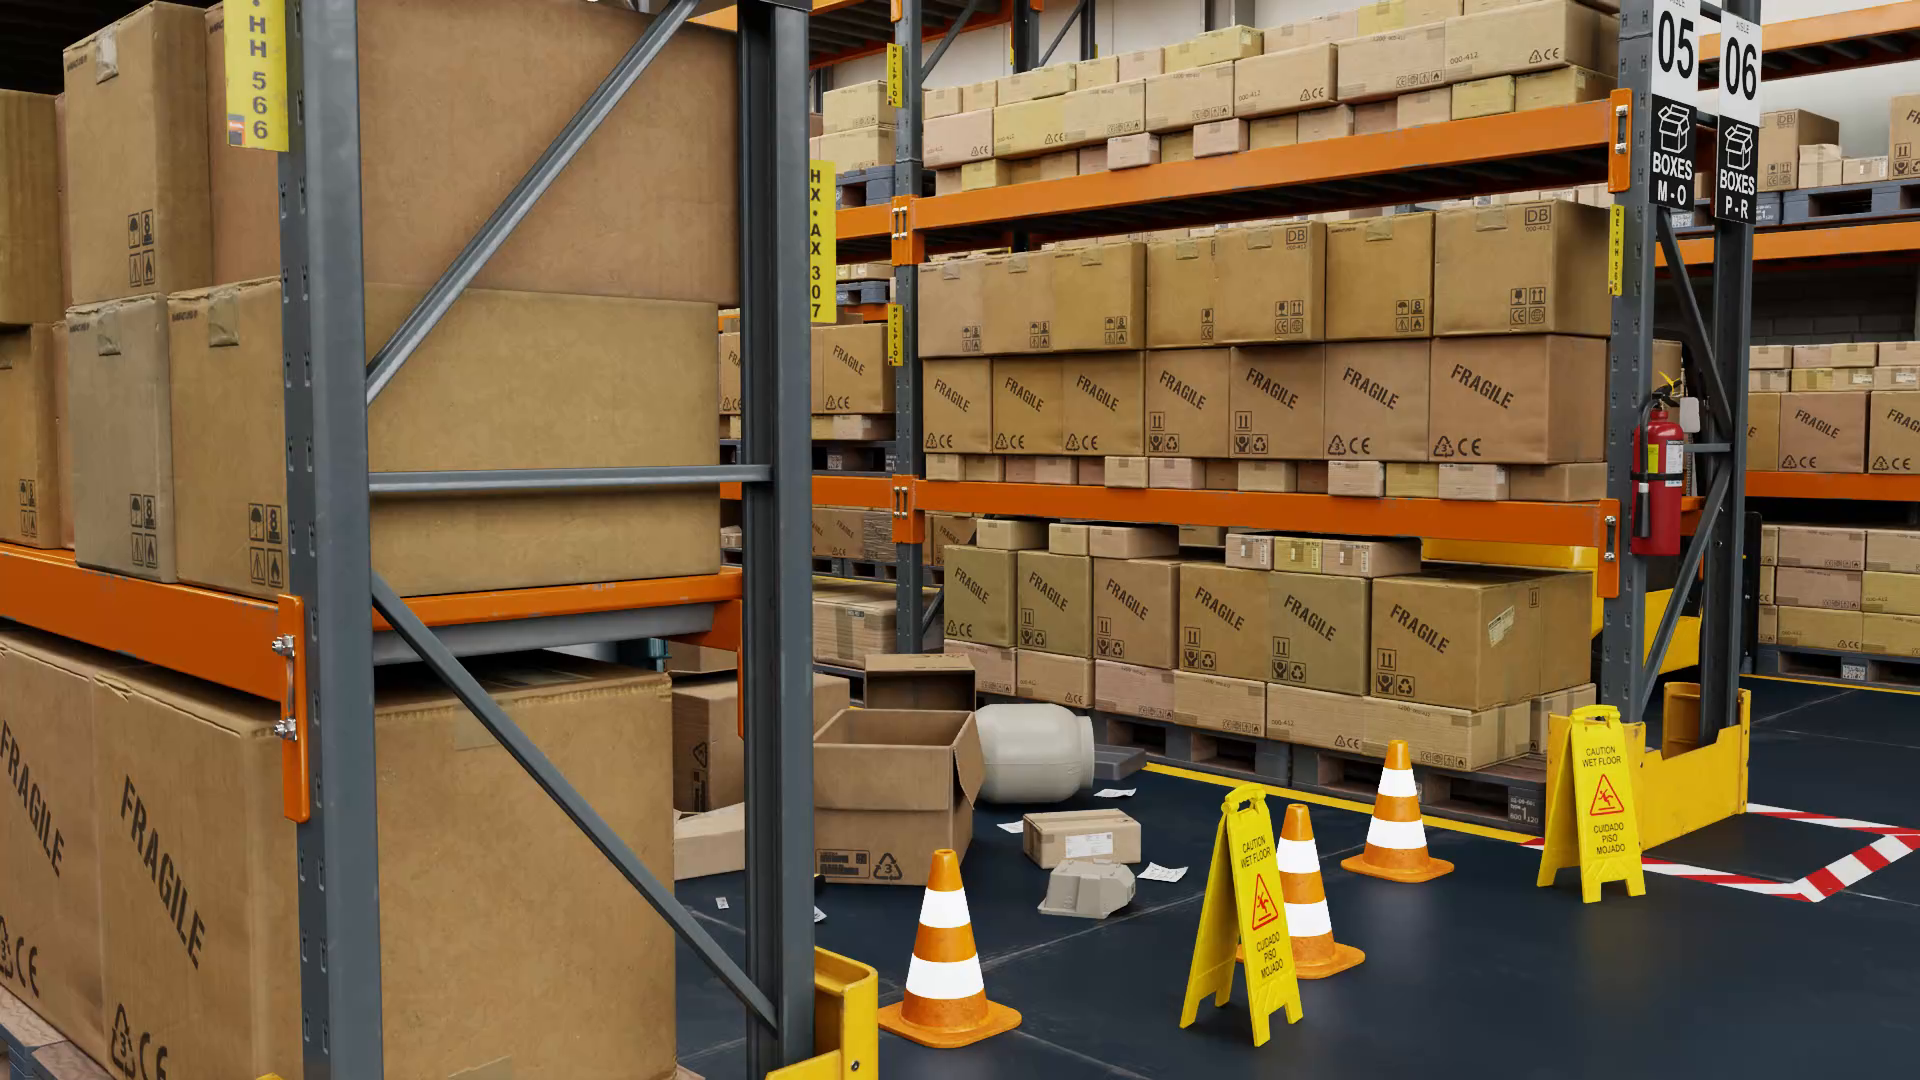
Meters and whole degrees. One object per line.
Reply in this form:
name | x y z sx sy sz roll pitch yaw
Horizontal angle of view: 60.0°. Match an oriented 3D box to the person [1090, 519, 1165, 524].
person | 1.199 0.247 11.786 0.449 1.074 0.864 4 6 43
